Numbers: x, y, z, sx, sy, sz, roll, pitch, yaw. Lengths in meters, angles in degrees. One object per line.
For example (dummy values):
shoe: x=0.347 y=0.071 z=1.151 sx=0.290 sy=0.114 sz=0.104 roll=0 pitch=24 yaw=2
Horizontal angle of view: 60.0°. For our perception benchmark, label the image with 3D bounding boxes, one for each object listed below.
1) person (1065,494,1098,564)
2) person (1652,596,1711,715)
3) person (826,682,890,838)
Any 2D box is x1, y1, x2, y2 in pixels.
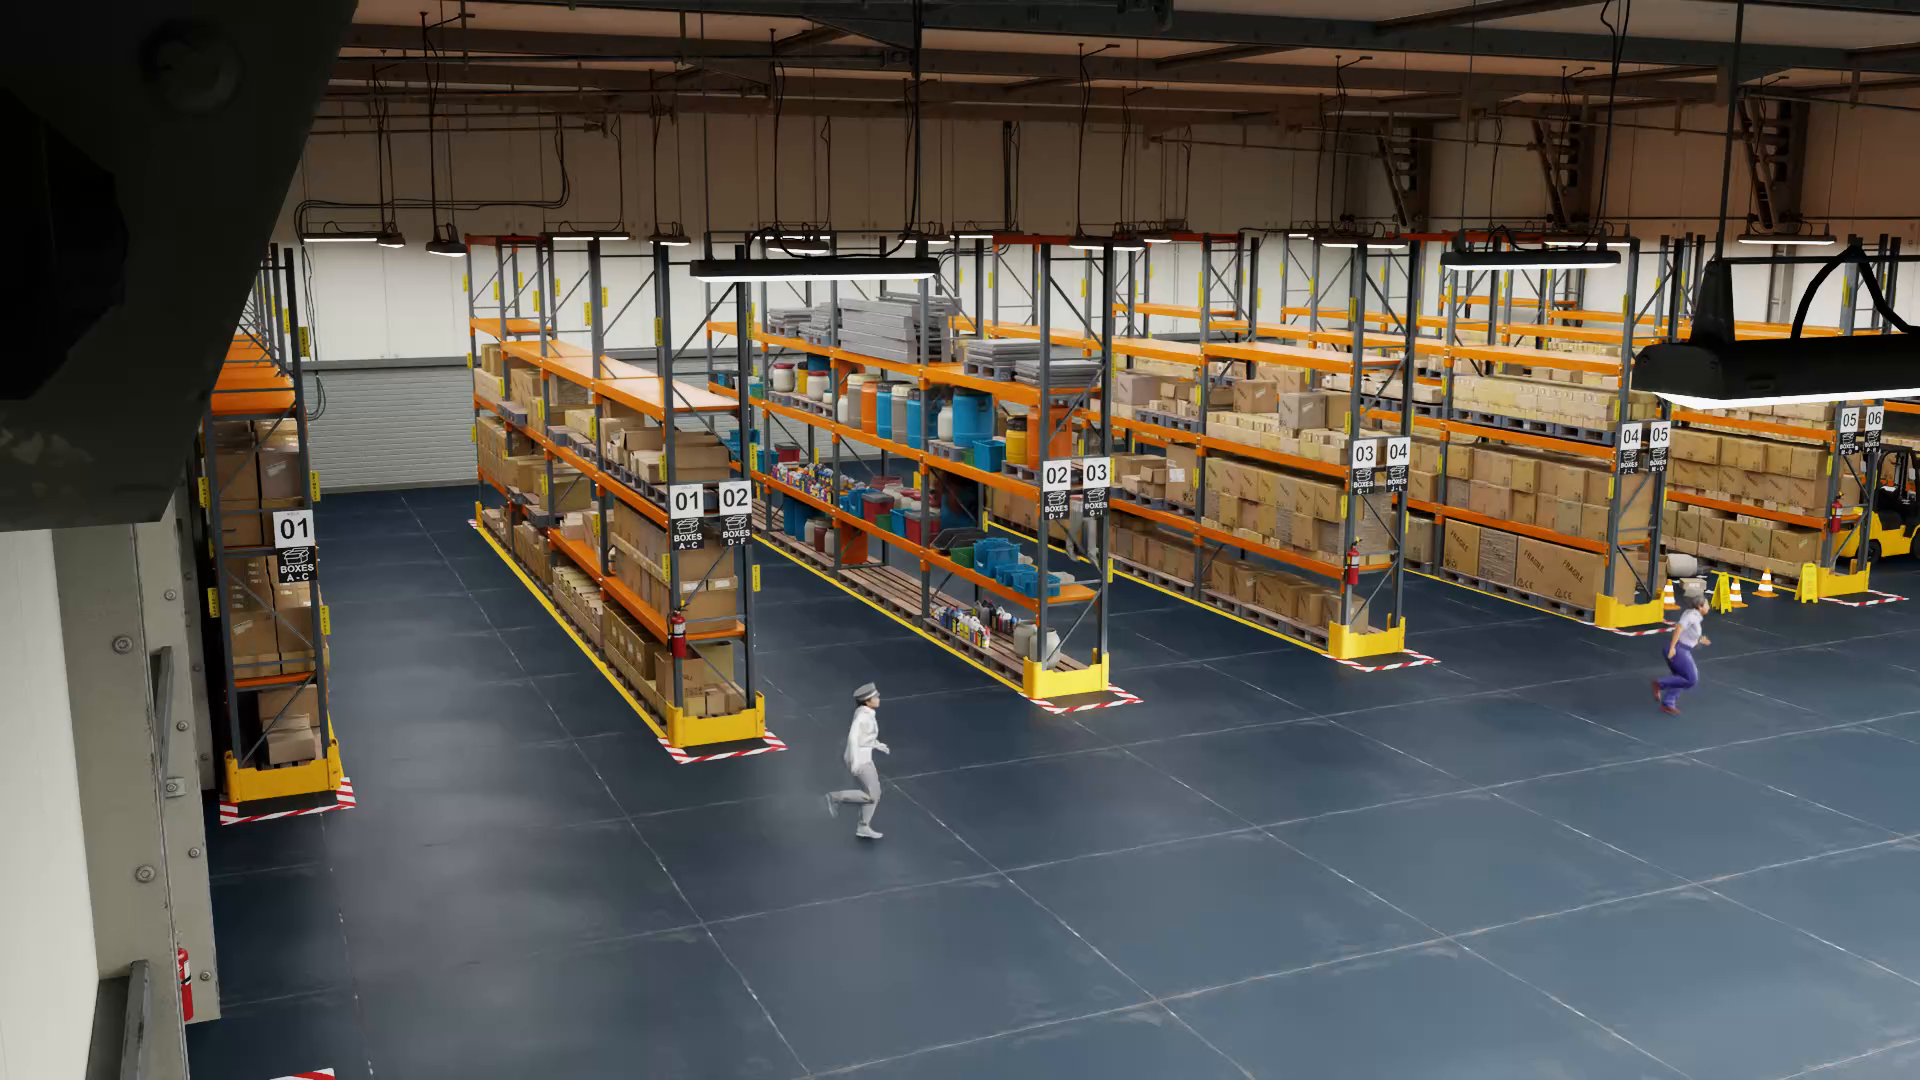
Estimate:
person: x=2.193 y=-0.495 z=29.417 sx=0.654 sy=1.827 sz=0.856 roll=-7 pitch=13 yaw=-33
person: x=9.308 y=1.483 z=21.455 sx=0.690 sy=1.582 sz=0.596 roll=2 pitch=11 yaw=11
person: x=-1.055 y=2.285 z=17.154 sx=0.659 sy=1.653 sz=0.650 roll=0 pitch=11 yaw=-2
